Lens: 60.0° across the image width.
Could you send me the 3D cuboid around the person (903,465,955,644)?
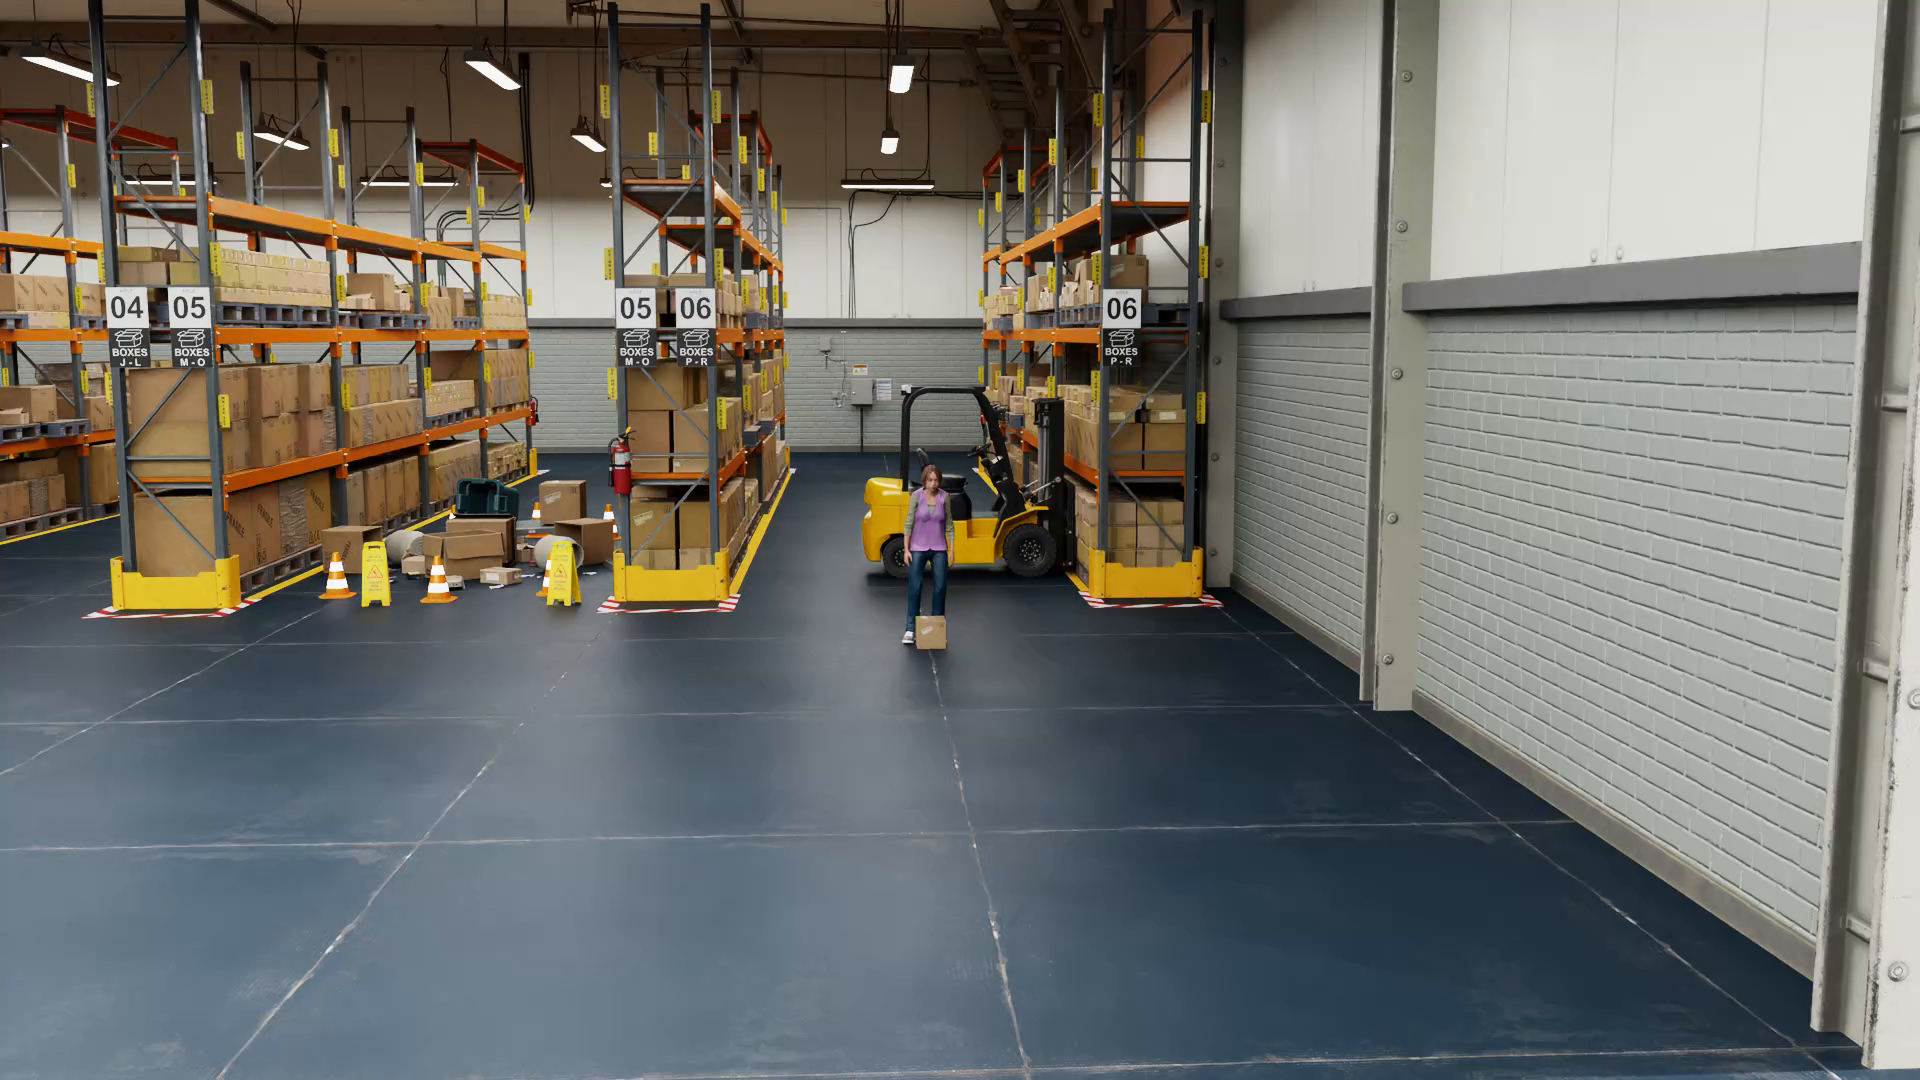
[{"bbox_3d":[-0.283,0.120,14.834,0.478,1.593,0.348,-1,7,-7],"label":"person"}]
